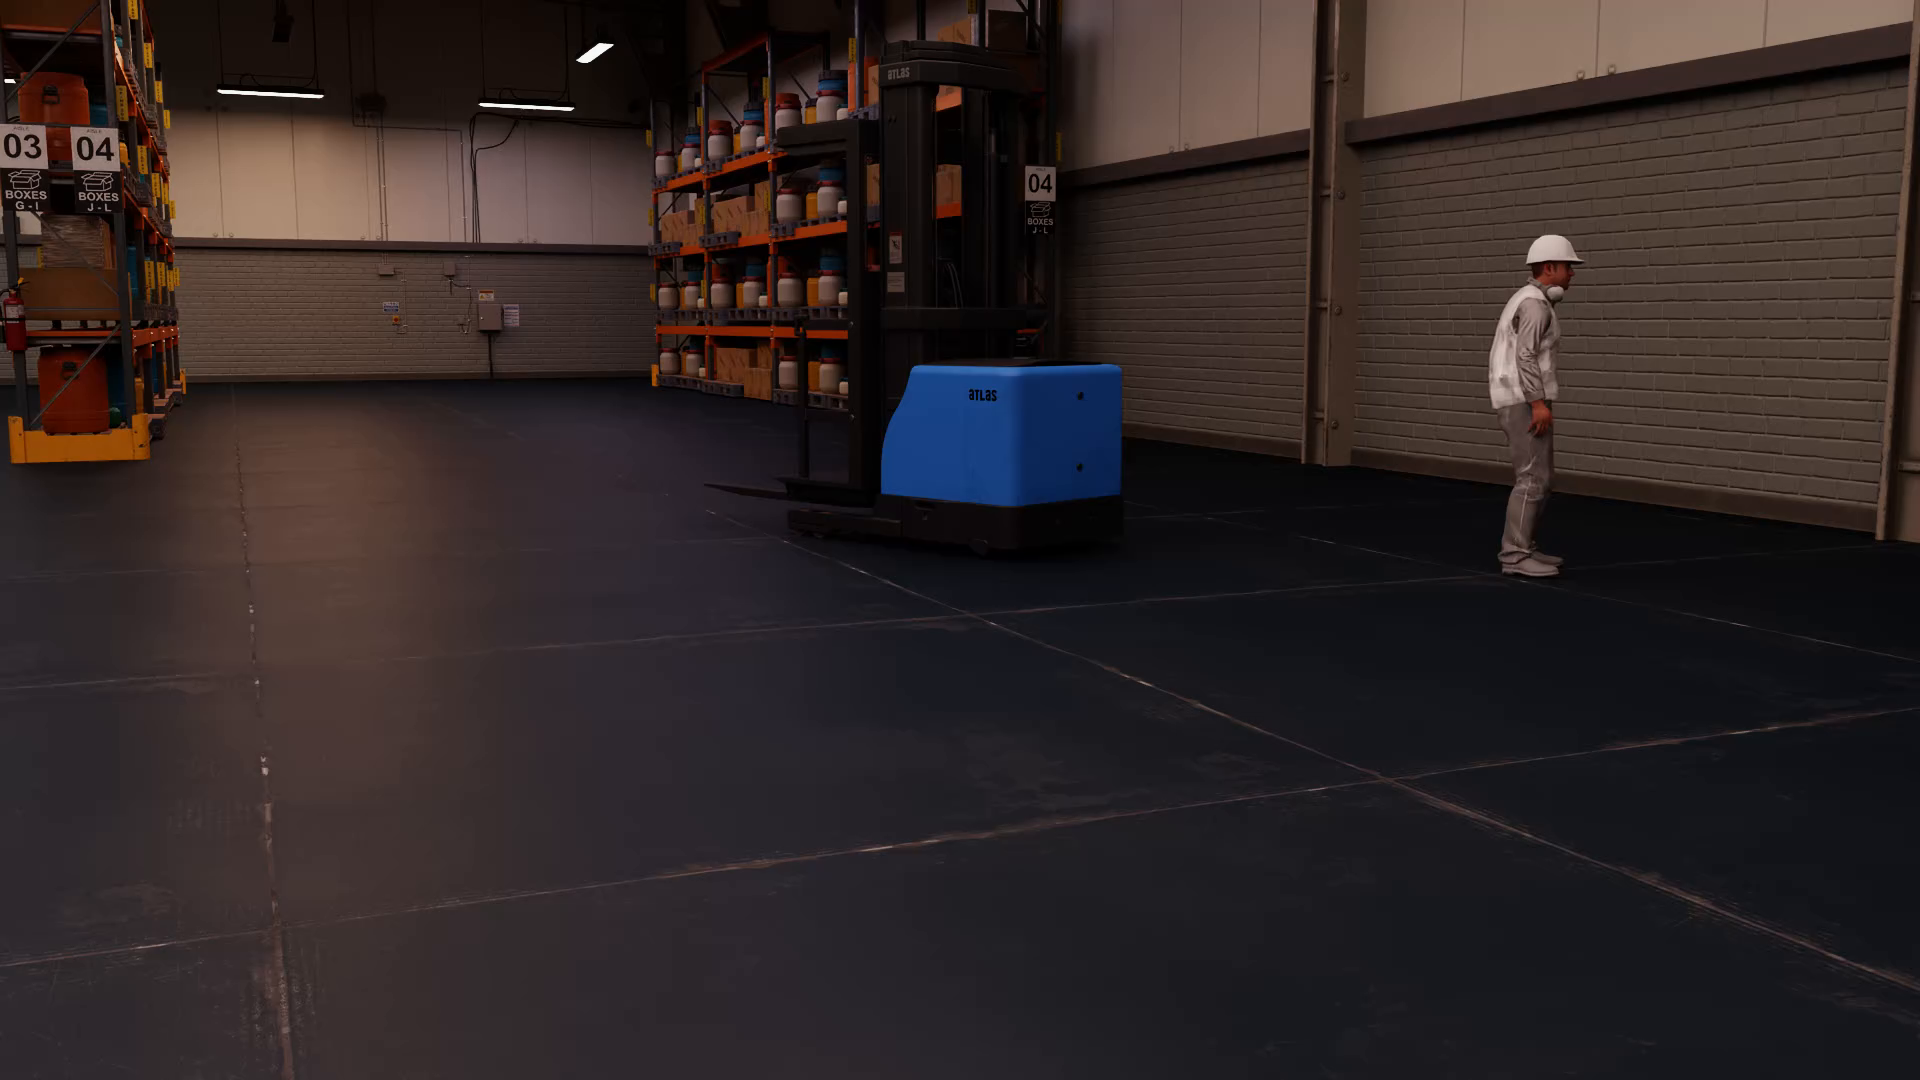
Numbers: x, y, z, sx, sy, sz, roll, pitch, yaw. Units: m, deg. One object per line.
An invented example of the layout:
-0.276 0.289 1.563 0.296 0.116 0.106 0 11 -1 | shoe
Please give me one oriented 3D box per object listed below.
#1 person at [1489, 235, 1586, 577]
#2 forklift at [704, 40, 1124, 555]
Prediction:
3.036 -0.717 8.811 0.457 1.773 0.594 3 8 21 | person
-0.436 -1.509 10.383 3.031 2.935 1.130 7 10 44 | forklift
